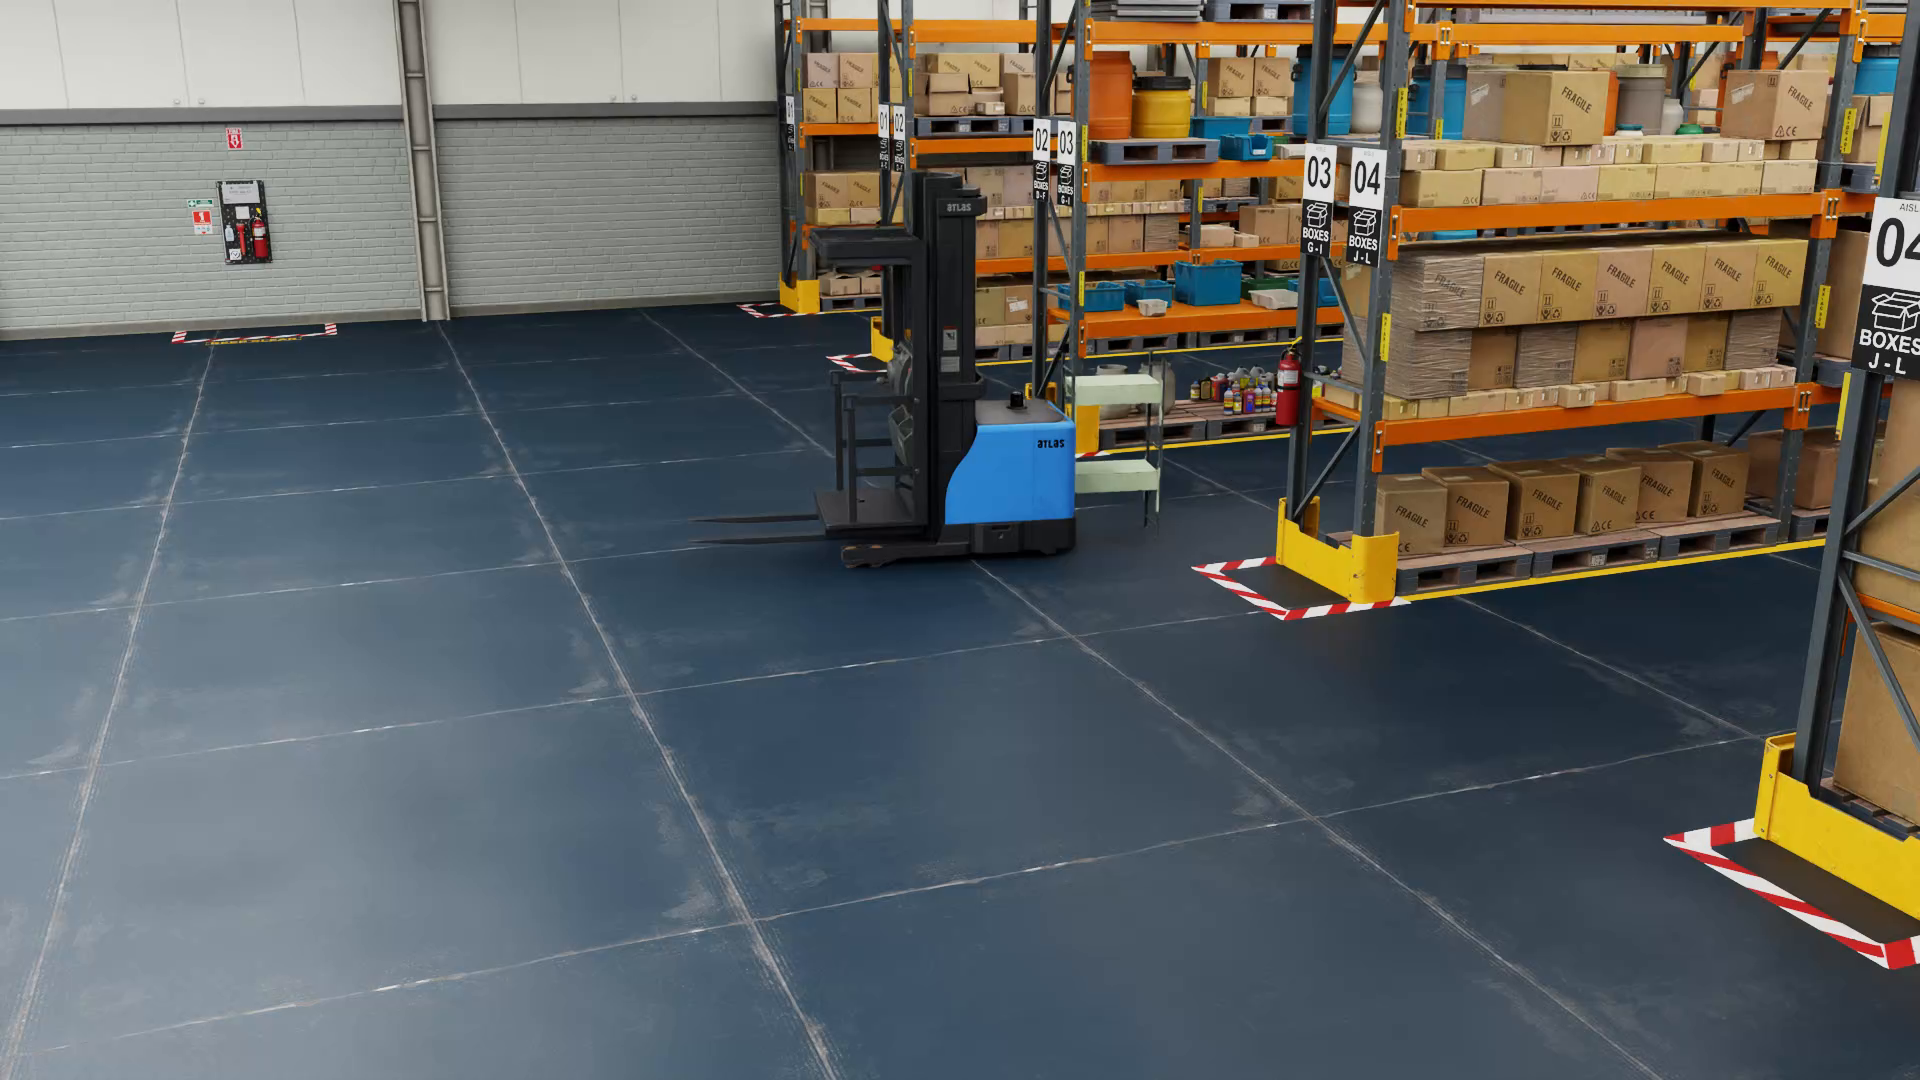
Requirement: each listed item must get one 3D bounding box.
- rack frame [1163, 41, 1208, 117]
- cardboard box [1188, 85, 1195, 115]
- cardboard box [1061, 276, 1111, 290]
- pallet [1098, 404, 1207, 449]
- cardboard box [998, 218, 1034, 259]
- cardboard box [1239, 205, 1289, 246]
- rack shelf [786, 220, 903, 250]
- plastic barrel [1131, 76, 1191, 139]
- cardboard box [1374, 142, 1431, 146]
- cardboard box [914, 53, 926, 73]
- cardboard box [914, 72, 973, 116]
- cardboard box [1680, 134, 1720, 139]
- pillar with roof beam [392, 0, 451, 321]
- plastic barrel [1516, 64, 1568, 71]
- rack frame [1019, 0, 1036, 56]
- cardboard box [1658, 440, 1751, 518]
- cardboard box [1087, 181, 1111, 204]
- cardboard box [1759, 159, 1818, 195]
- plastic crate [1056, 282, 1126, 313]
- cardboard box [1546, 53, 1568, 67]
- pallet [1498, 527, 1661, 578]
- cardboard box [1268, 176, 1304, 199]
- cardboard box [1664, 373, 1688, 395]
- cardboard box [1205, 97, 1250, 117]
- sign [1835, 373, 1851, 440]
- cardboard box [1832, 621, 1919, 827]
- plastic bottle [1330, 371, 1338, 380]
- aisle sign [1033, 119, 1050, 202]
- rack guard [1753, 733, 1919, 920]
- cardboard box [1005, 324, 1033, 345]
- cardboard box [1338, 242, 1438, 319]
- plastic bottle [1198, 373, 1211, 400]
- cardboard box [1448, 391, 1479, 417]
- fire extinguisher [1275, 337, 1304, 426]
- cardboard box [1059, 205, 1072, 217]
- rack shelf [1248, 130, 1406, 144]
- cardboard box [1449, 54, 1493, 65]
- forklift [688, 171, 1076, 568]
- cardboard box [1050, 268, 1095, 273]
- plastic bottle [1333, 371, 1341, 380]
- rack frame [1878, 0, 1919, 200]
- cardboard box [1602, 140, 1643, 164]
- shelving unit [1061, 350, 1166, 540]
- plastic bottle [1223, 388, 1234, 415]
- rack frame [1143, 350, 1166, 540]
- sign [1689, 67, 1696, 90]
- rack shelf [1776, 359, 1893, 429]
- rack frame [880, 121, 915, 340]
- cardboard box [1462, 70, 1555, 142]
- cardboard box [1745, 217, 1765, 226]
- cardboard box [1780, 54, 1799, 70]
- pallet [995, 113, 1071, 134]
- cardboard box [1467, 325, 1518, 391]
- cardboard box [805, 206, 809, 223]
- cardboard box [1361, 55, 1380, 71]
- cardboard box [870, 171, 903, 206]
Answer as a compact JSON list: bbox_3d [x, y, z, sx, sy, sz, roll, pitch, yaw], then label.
[{"bbox_3d":[2.946,-7.022,21.541,0.127,3.000,1.000,-6,17,-20],"label":"rack frame"},{"bbox_3d":[3.661,-7.242,27.395,0.637,0.503,0.797,-4,17,-12],"label":"cardboard box"},{"bbox_3d":[1.654,-3.183,21.918,0.500,0.500,0.500,-6,17,-20],"label":"cardboard box"},{"bbox_3d":[1.794,-1.200,17.309,1.213,0.211,1.003,-6,17,-20],"label":"pallet"},{"bbox_3d":[0.605,-3.935,21.498,0.500,0.500,0.700,-6,17,-20],"label":"cardboard box"},{"bbox_3d":[4.160,-4.318,22.802,0.500,0.500,0.500,-5,17,-16],"label":"cardboard box"},{"bbox_3d":[-0.698,-4.900,26.238,4.000,0.370,1.077,-6,17,-20],"label":"rack shelf"},{"bbox_3d":[1.998,-4.316,16.571,0.600,0.588,0.600,0,16,0],"label":"plastic barrel"},{"bbox_3d":[3.184,-2.798,12.038,0.250,0.149,0.380,-7,18,-22],"label":"cardboard box"},{"bbox_3d":[-0.810,-7.283,25.764,0.500,0.500,0.500,-6,17,-20],"label":"cardboard box"},{"bbox_3d":[-0.251,-5.555,20.690,0.637,0.503,0.797,-5,17,-16],"label":"cardboard box"},{"bbox_3d":[5.849,-3.099,13.064,0.250,0.149,0.380,-7,18,-23],"label":"cardboard box"},{"bbox_3d":[-6.284,-6.483,19.703,0.400,9.000,9.100,-6,17,-20],"label":"pillar with roof beam"},{"bbox_3d":[6.333,-4.760,18.272,0.708,0.901,0.600,-6,17,-20],"label":"plastic barrel"},{"bbox_3d":[1.170,-8.325,25.978,0.127,3.000,1.000,-6,17,-20],"label":"rack frame"},{"bbox_3d":[6.099,-0.510,13.701,0.500,0.500,0.500,-7,18,-22],"label":"cardboard box"},{"bbox_3d":[1.594,-4.666,21.685,0.500,0.500,0.700,-6,17,-20],"label":"cardboard box"},{"bbox_3d":[6.155,-2.790,12.717,0.500,0.250,0.500,-5,17,-18],"label":"cardboard box"},{"bbox_3d":[1.340,-2.495,17.035,0.616,0.251,0.499,-6,17,-20],"label":"plastic crate"},{"bbox_3d":[10.343,-8.333,29.339,0.500,0.500,0.500,-6,17,-20],"label":"cardboard box"},{"bbox_3d":[4.731,0.002,13.217,1.213,0.211,1.003,-6,17,-20],"label":"pallet"},{"bbox_3d":[5.450,-6.032,28.075,0.500,0.500,0.500,-6,17,-18],"label":"cardboard box"},{"bbox_3d":[5.425,-1.241,12.945,0.250,0.149,0.380,-6,17,-20],"label":"cardboard box"},{"bbox_3d":[3.524,-5.772,22.129,0.500,0.250,0.500,-4,17,-14],"label":"cardboard box"},{"bbox_3d":[4.251,-0.632,7.952,0.005,0.325,0.100,-6,17,-20],"label":"sign"},{"bbox_3d":[5.042,0.913,8.190,0.875,0.875,0.875,-6,17,-20],"label":"cardboard box"},{"bbox_3d":[4.165,-1.782,18.528,0.097,0.201,0.097,0,16,0],"label":"plastic bottle"},{"bbox_3d":[0.806,-3.755,16.449,0.004,0.787,0.394,-6,17,-20],"label":"aisle sign"},{"bbox_3d":[4.410,1.383,8.001,0.348,0.500,1.175,-6,17,-20],"label":"rack guard"},{"bbox_3d":[0.723,-2.720,21.672,0.500,0.250,0.500,-6,17,-20],"label":"cardboard box"},{"bbox_3d":[3.177,-1.925,12.349,0.500,0.500,0.500,-6,17,-20],"label":"cardboard box"},{"bbox_3d":[2.640,-1.662,17.974,0.133,0.283,0.061,-6,17,-19],"label":"plastic bottle"},{"bbox_3d":[3.582,-1.021,12.197,0.250,0.149,0.380,-6,17,-20],"label":"cardboard box"},{"bbox_3d":[2.480,-1.207,12.520,0.183,0.674,0.296,-6,17,-20],"label":"fire extinguisher"},{"bbox_3d":[1.335,-4.264,21.467,0.250,0.149,0.380,-6,17,-18],"label":"cardboard box"},{"bbox_3d":[4.813,-5.440,22.752,4.000,0.370,1.077,-6,17,-20],"label":"rack shelf"},{"bbox_3d":[7.090,-6.557,23.326,0.500,0.500,0.500,-6,17,-20],"label":"cardboard box"},{"bbox_3d":[-0.646,-1.350,12.993,3.031,2.935,1.130,-3,17,-10],"label":"forklift"},{"bbox_3d":[1.851,-4.537,27.381,0.500,0.500,0.700,-6,17,-18],"label":"cardboard box"},{"bbox_3d":[4.037,-1.620,17.713,0.185,0.351,0.144,-7,18,-23],"label":"plastic bottle"},{"bbox_3d":[4.432,-2.697,6.812,0.127,3.000,1.000,-6,17,-20],"label":"rack frame"},{"bbox_3d":[4.775,-2.849,12.211,0.250,0.149,0.380,-7,18,-22],"label":"cardboard box"},{"bbox_3d":[1.227,-0.758,13.519,0.755,1.500,0.431,-3,17,-10],"label":"shelving unit"},{"bbox_3d":[2.784,-1.440,17.239,0.097,0.271,0.097,0,16,0],"label":"plastic bottle"},{"bbox_3d":[1.587,-0.776,13.580,0.023,1.500,0.400,-3,17,-10],"label":"rack frame"},{"bbox_3d":[10.618,-6.681,24.086,0.005,0.325,0.100,-6,17,-20],"label":"sign"},{"bbox_3d":[8.354,-1.394,14.297,4.000,0.370,1.077,-6,17,-20],"label":"rack shelf"},{"bbox_3d":[-0.790,-3.741,21.013,0.127,3.000,1.000,-6,17,-20],"label":"rack frame"},{"bbox_3d":[4.109,-3.227,12.346,0.500,0.500,0.500,-6,17,-20],"label":"cardboard box"},{"bbox_3d":[11.934,-5.081,25.398,0.500,0.500,0.500,-6,17,-20],"label":"cardboard box"},{"bbox_3d":[12.251,-7.132,25.286,0.500,0.500,0.700,-6,17,-20],"label":"cardboard box"},{"bbox_3d":[1.021,-5.326,21.245,1.213,0.211,1.003,-6,17,-20],"label":"pallet"},{"bbox_3d":[3.699,-1.455,12.523,0.500,0.500,0.875,-6,17,-20],"label":"cardboard box"},{"bbox_3d":[-2.198,-5.079,25.802,0.500,0.250,0.500,-6,17,-19],"label":"cardboard box"},{"bbox_3d":[7.261,-8.198,28.578,0.500,0.250,0.500,-7,18,-22],"label":"cardboard box"},{"bbox_3d":[-1.062,-5.408,25.590,0.500,0.500,0.500,-7,18,-22],"label":"cardboard box"}]
